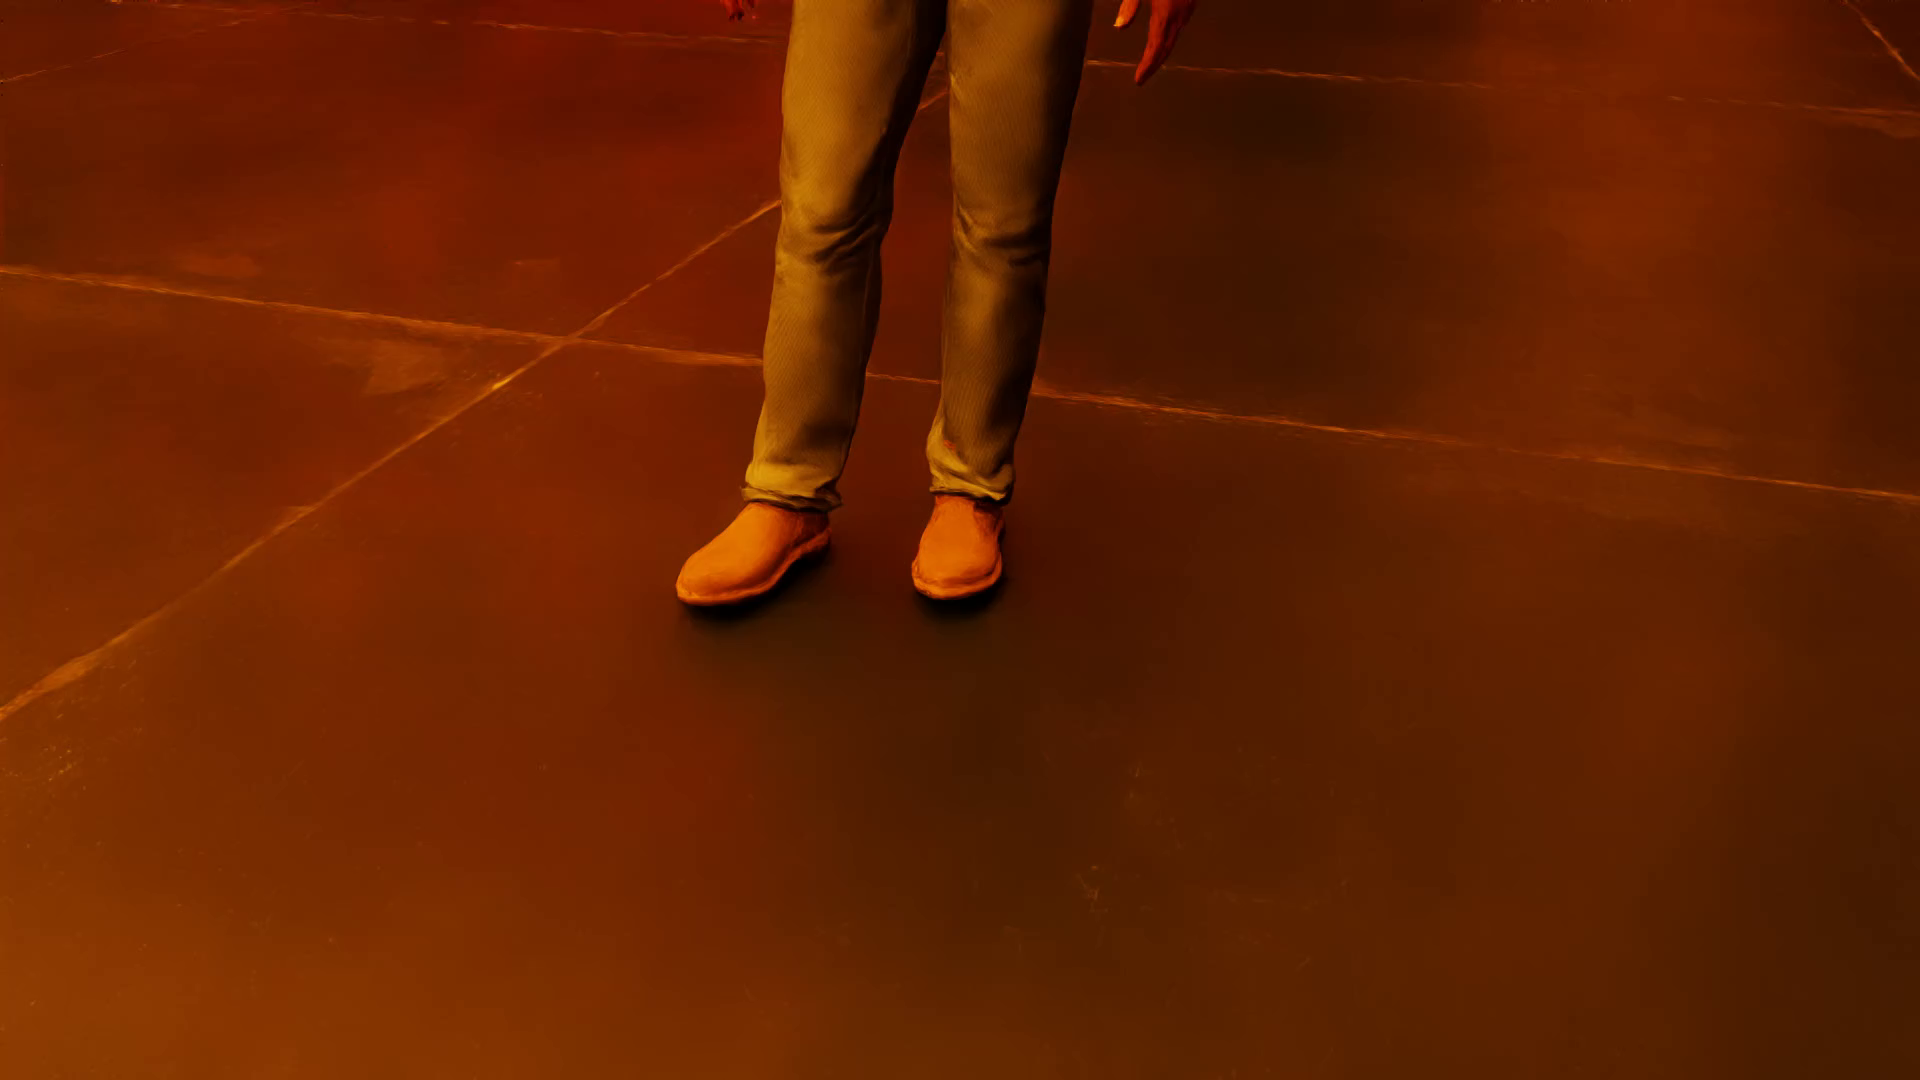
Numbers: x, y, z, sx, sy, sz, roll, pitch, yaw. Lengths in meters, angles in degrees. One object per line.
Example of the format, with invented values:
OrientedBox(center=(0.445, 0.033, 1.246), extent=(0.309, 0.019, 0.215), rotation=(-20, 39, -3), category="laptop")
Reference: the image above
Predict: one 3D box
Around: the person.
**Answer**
OrientedBox(center=(-0.026, -0.761, 2.039), extent=(0.665, 1.761, 0.576), rotation=(8, 28, 16), category="person")
